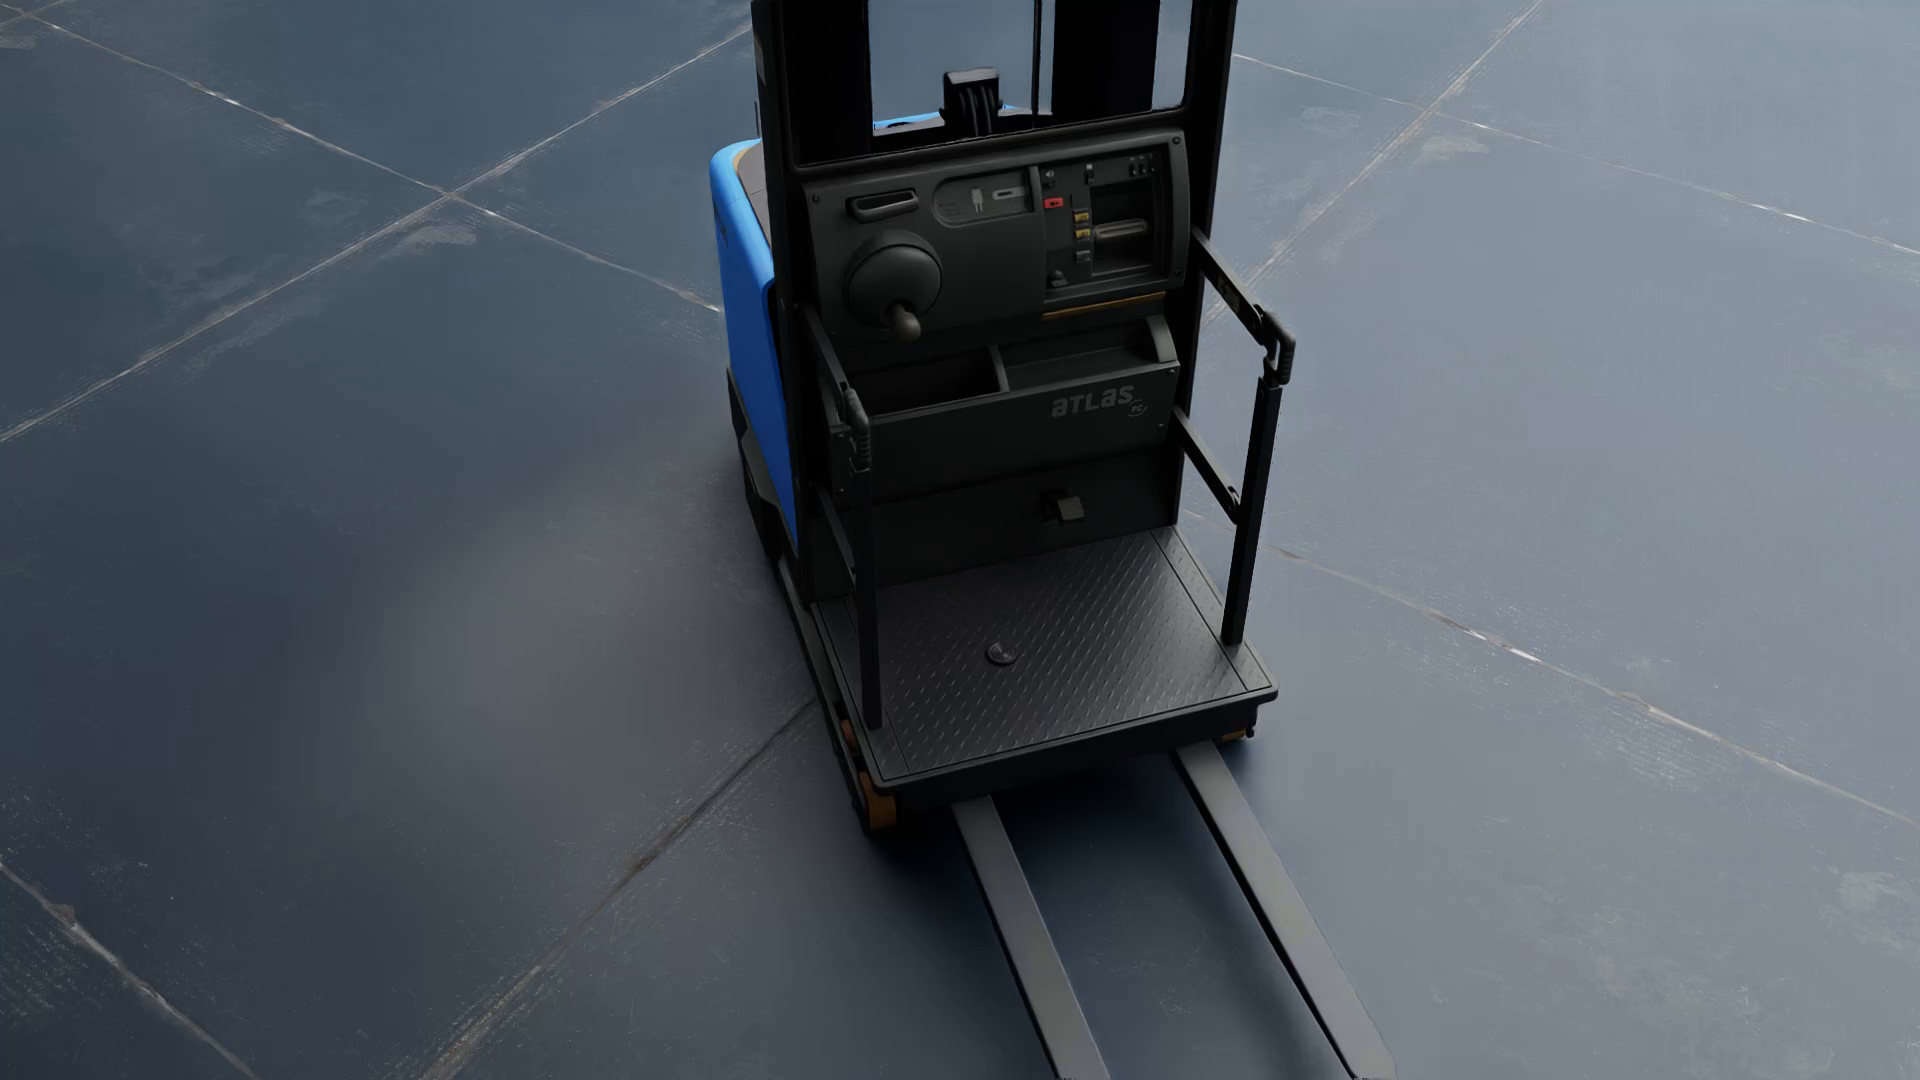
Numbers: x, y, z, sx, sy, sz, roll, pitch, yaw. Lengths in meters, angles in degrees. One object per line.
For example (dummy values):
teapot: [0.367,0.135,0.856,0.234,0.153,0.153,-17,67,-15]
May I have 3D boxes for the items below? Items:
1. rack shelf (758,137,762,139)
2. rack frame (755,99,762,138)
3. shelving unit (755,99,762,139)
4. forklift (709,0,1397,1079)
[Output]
rack shelf: [-0.485,-1.181,5.371,0.240,0.259,0.215,30,49,29]
rack frame: [-0.580,-1.029,5.610,0.008,1.050,0.200,30,49,29]
shelving unit: [-0.488,-0.976,5.551,0.252,1.050,0.215,30,49,29]
forklift: [0.169,-0.633,3.759,1.130,2.935,3.031,-12,43,-13]
